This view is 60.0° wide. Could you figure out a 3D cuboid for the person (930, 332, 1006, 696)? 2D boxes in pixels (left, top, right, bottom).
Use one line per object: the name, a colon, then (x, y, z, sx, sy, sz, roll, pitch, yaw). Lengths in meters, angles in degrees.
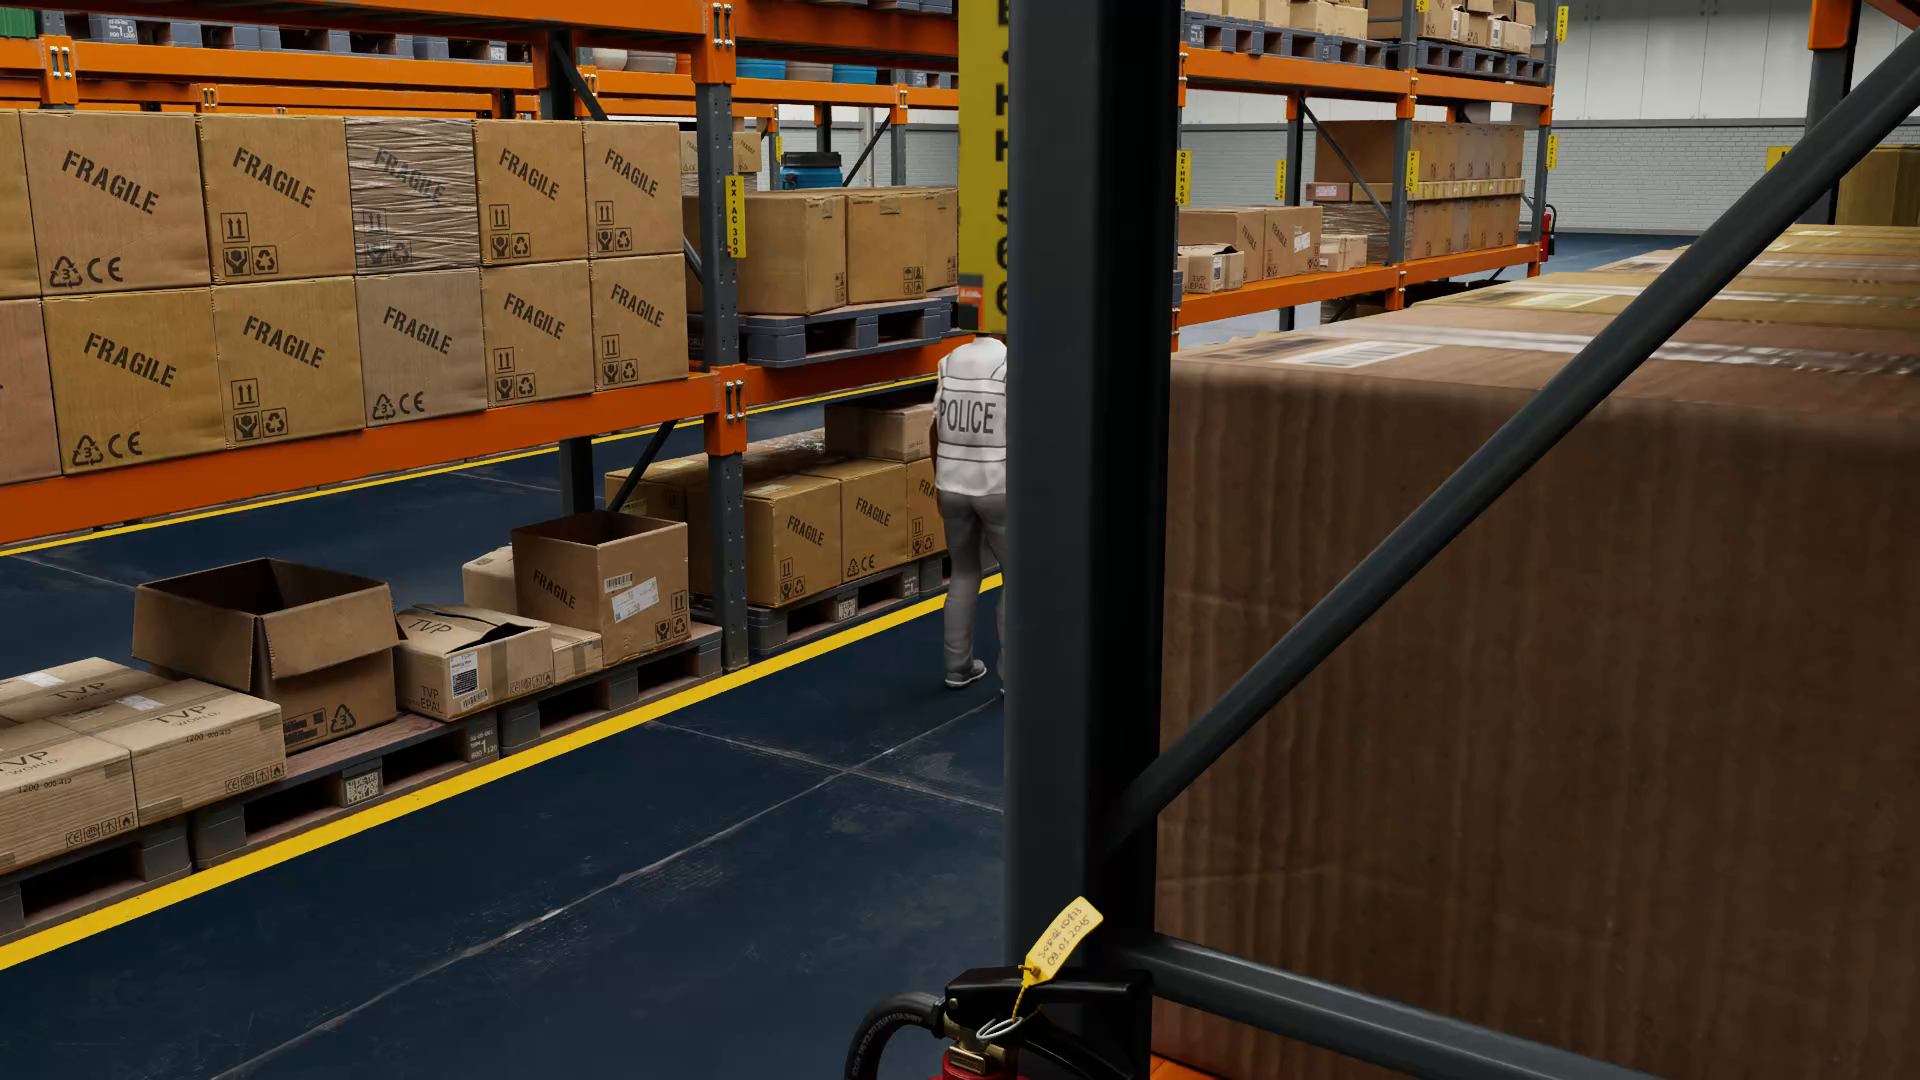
person: (0.120, -0.192, 6.816, 0.518, 1.657, 0.400, 8, 15, 30)
